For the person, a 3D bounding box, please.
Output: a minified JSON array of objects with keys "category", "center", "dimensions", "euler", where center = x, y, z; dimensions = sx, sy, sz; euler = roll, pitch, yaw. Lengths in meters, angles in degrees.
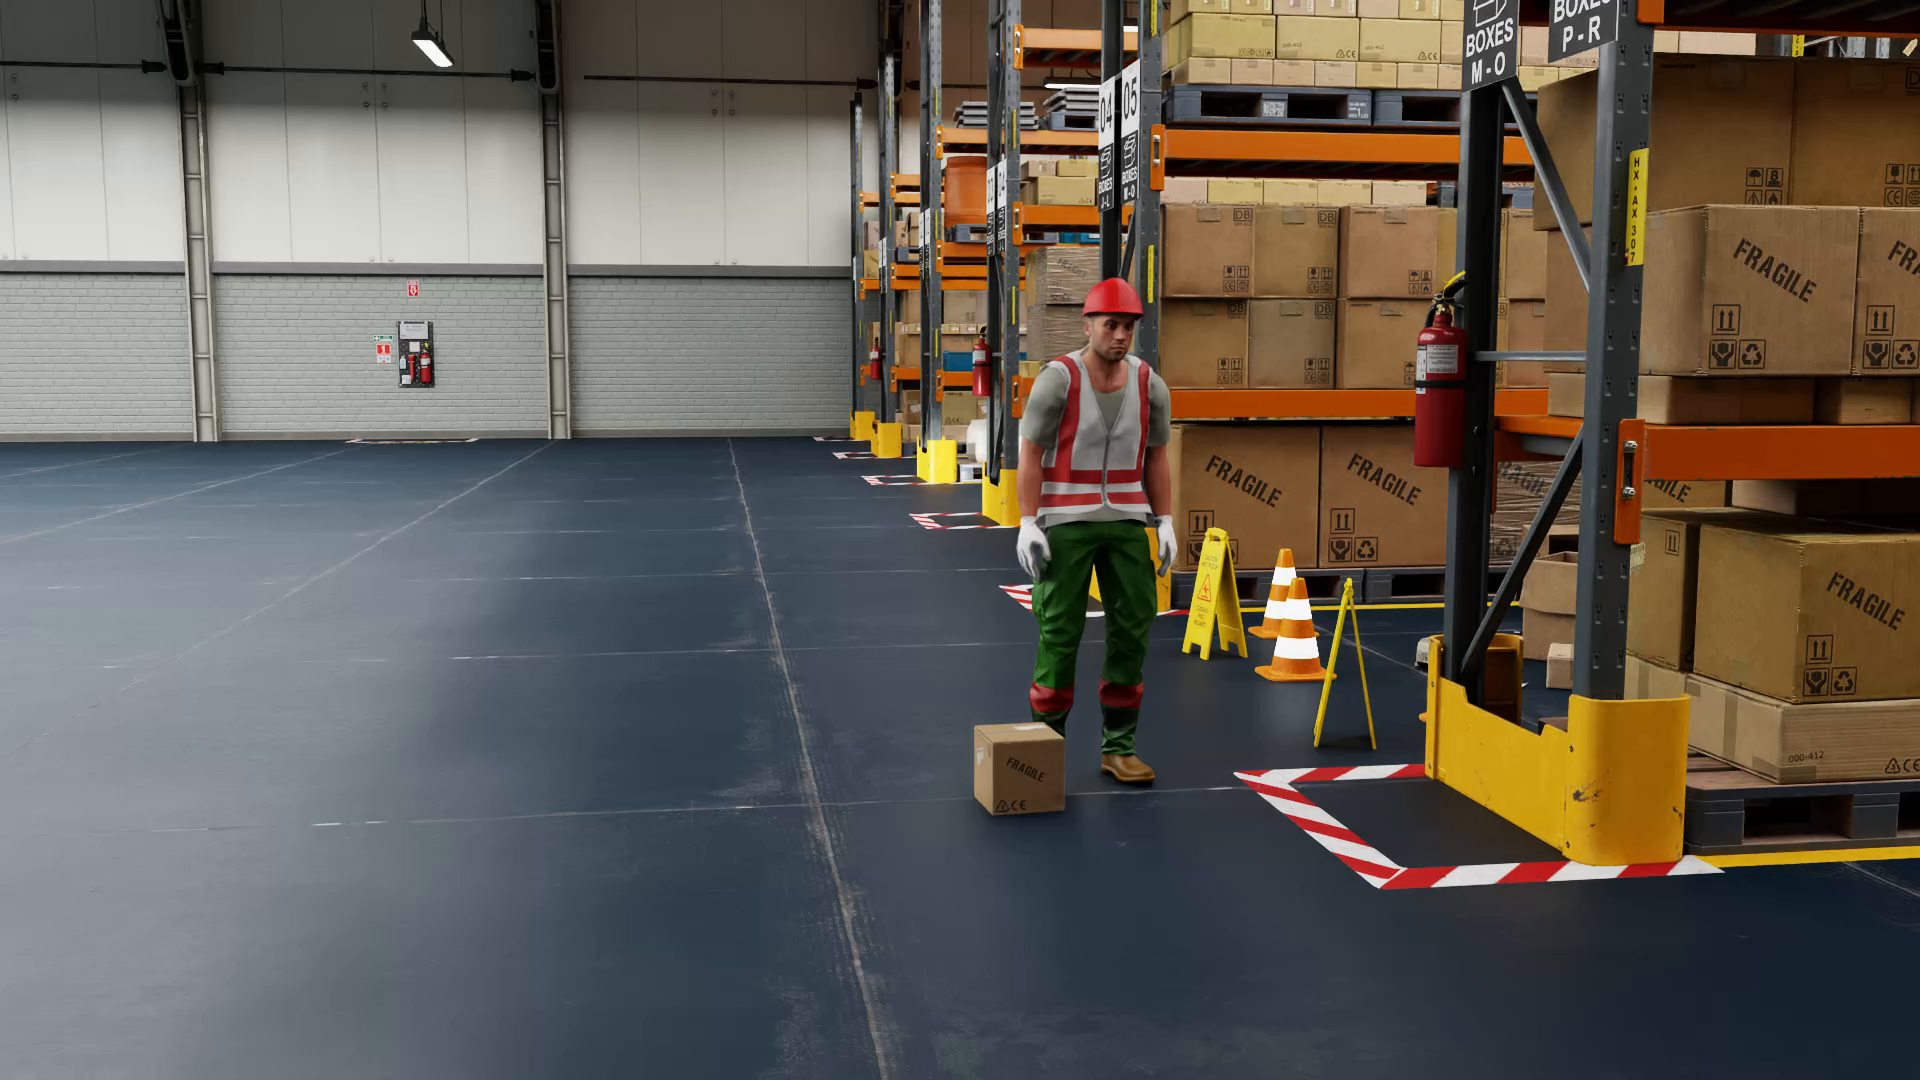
[{"category":"person","center":[0.487,-0.025,5.873],"dimensions":[0.601,1.777,0.452],"euler":[-2,7,-14]}]
